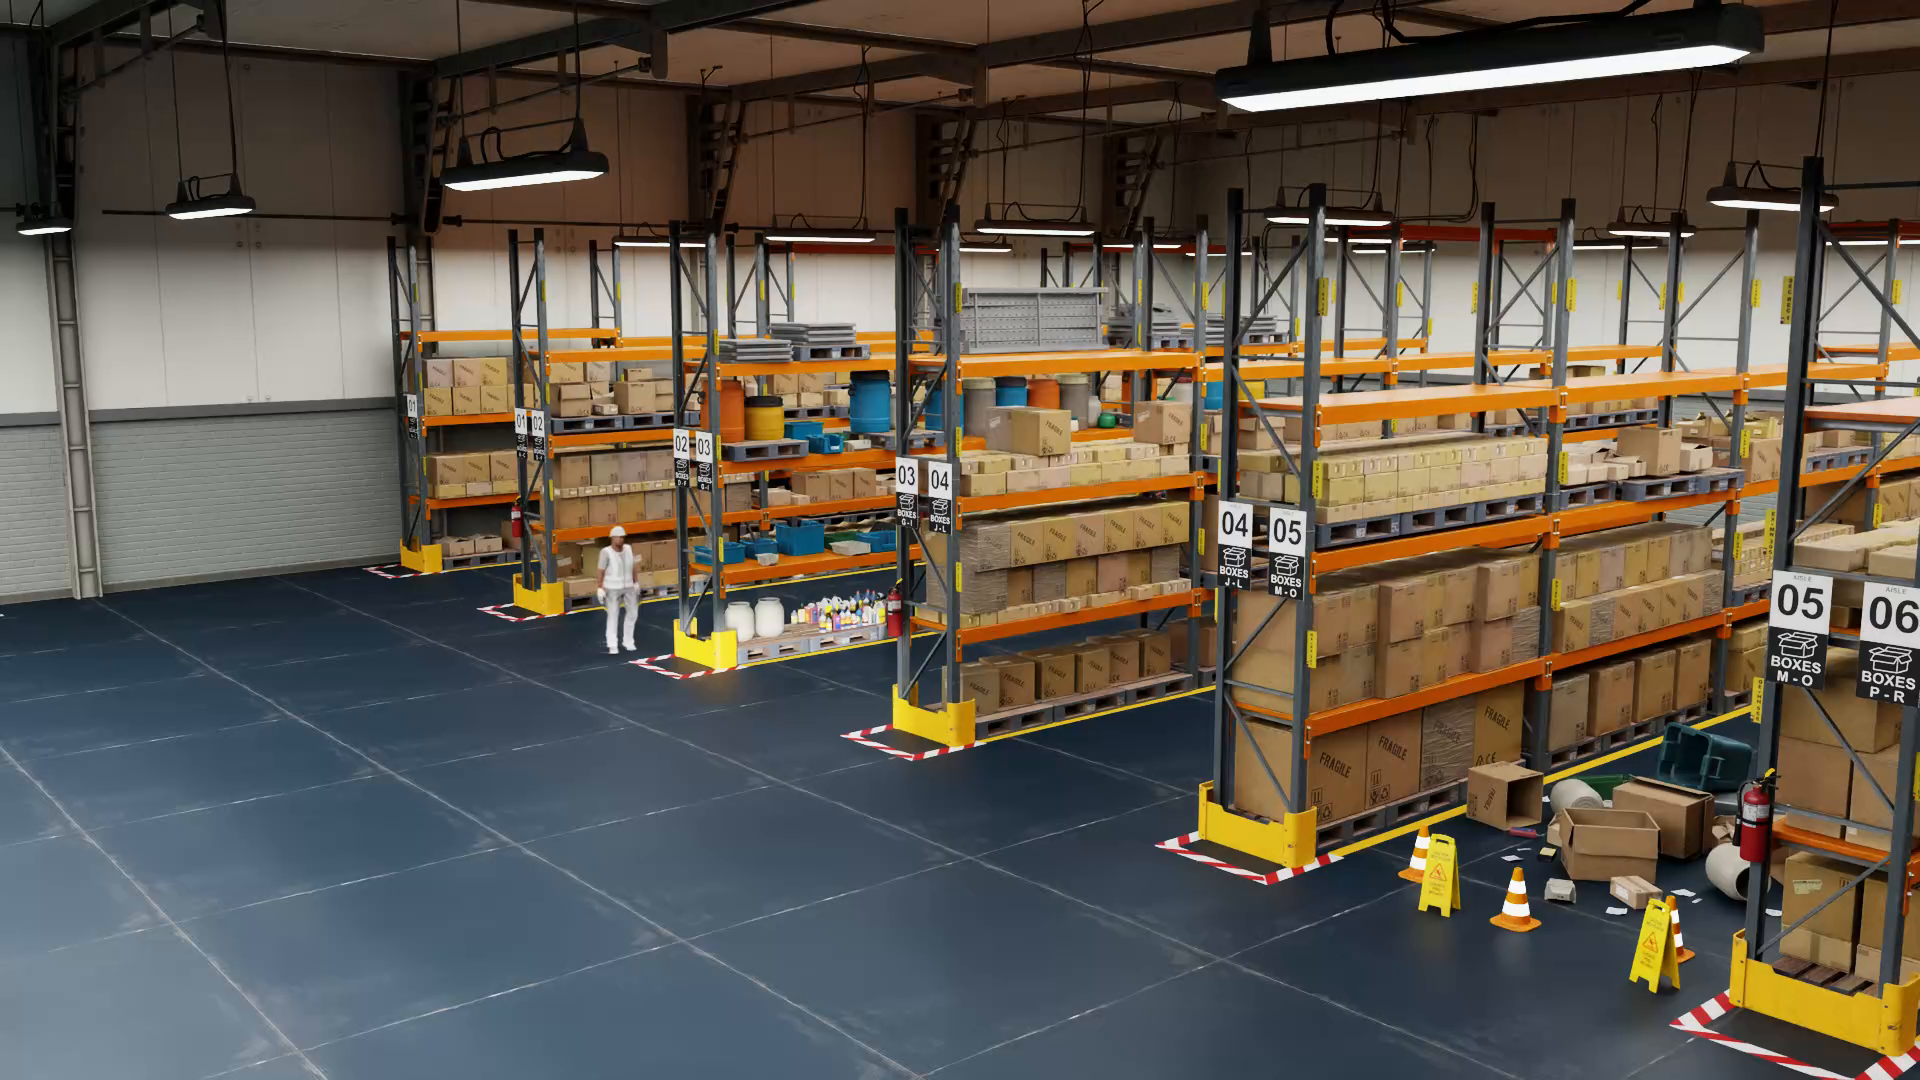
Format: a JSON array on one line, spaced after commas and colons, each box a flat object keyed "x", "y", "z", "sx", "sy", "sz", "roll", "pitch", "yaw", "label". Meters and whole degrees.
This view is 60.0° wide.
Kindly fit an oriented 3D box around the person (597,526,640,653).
[{"x": -4.822, "y": 0.724, "z": 23.481, "sx": 0.668, "sy": 1.857, "sz": 0.387, "roll": -8, "pitch": 12, "yaw": -41, "label": "person"}]

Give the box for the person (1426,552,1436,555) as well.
[{"x": 6.066, "y": 1.007, "z": 21.390, "sx": 0.564, "sy": 1.793, "sz": 0.424, "roll": -8, "pitch": 12, "yaw": -42, "label": "person"}]

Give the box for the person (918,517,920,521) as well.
[{"x": -1.031, "y": -0.770, "z": 33.647, "sx": 0.912, "sy": 1.553, "sz": 0.482, "roll": -8, "pitch": 12, "yaw": -41, "label": "person"}]

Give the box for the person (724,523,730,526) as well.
[{"x": -4.469, "y": -0.340, "z": 30.561, "sx": 0.513, "sy": 1.680, "sz": 0.420, "roll": 0, "pitch": 9, "yaw": -2, "label": "person"}]
